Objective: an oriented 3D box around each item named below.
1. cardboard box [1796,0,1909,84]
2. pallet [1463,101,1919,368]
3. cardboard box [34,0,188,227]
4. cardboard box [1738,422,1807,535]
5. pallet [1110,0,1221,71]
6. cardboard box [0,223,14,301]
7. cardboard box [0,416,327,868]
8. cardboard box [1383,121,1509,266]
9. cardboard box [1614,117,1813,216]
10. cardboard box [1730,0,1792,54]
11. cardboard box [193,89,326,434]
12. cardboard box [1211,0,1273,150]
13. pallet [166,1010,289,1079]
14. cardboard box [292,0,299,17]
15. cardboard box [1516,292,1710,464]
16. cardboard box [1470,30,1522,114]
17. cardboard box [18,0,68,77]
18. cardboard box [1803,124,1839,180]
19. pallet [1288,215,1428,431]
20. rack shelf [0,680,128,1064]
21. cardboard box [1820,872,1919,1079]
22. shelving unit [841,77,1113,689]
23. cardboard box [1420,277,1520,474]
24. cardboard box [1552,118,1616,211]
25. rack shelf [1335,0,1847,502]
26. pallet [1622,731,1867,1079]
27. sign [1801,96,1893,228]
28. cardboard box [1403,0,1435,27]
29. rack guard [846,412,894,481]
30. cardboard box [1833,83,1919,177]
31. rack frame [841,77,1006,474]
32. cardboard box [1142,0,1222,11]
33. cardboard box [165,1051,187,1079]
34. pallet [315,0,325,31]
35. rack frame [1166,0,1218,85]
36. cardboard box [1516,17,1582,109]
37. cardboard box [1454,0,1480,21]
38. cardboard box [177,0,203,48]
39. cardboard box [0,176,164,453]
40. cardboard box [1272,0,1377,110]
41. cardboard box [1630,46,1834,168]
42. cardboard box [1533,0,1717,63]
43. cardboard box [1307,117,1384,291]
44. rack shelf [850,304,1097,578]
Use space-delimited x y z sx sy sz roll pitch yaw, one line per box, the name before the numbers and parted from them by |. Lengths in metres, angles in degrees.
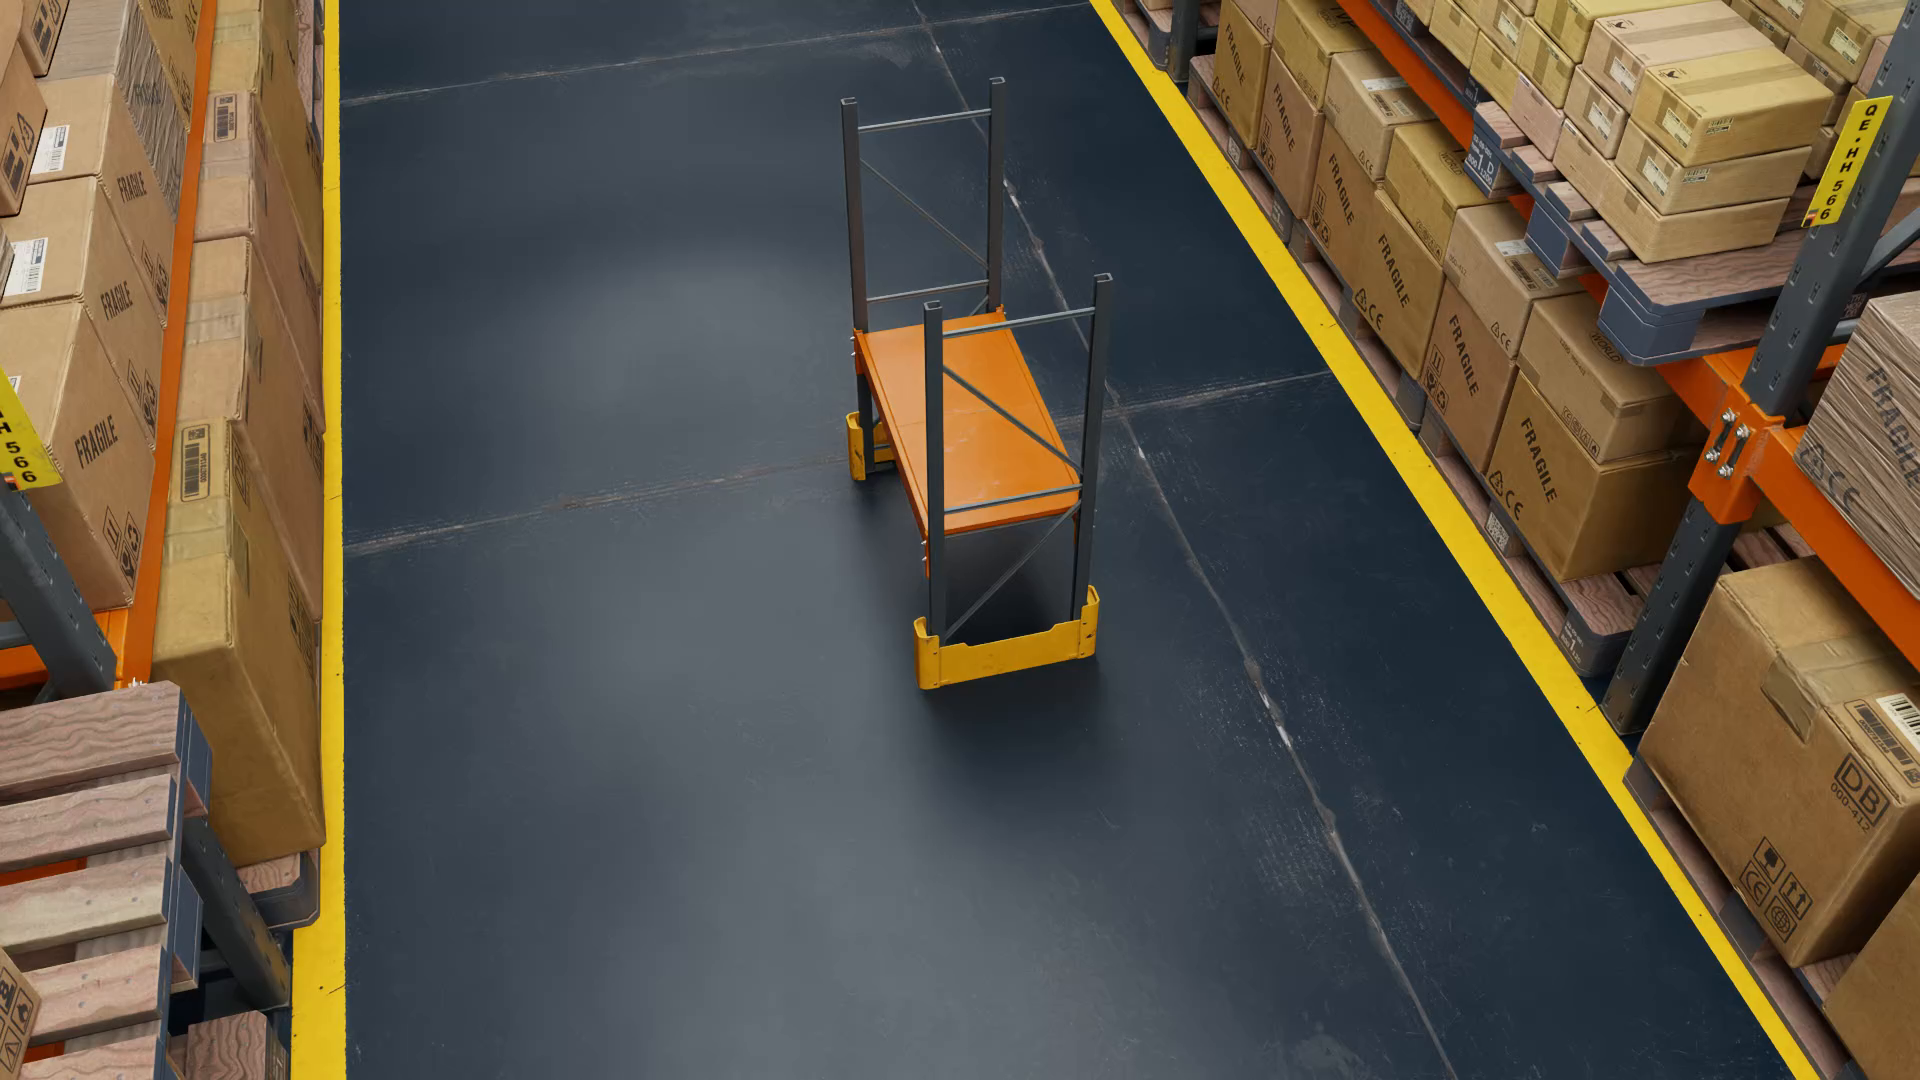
cardboard box | 2.504 -1.377 4.465 0.380 0.149 0.250 -12 47 -11
pallet | 2.221 -0.976 4.740 1.213 0.211 1.003 -11 47 -10
cardboard box | -2.570 -1.208 4.763 0.500 0.500 0.500 -11 47 -10
cardboard box | 2.572 -0.377 5.476 0.500 0.500 0.500 -13 47 -12
pallet | 1.276 -2.813 8.359 1.003 0.211 1.213 -11 47 -10
cardboard box | -2.485 -0.627 3.492 0.797 0.503 0.637 -9 46 -9
cardboard box | -2.470 0.383 4.468 1.225 0.875 0.875 -13 47 -12
cardboard box | 1.823 -1.230 5.786 0.500 0.250 0.500 -10 46 -9
cardboard box | 1.940 -0.991 4.295 0.380 0.149 0.250 -10 46 -9
cardboard box | 2.434 -1.474 4.768 0.380 0.149 0.250 -12 47 -12
cardboard box | -2.925 -0.843 5.670 1.225 0.875 0.875 -12 47 -12
cardboard box | 1.415 -2.045 7.110 0.500 0.500 0.500 -9 46 -9
pallet | -2.115 1.783 3.855 1.003 0.211 1.213 -11 47 -10
cardboard box | -3.660 -2.990 7.773 0.875 0.875 0.875 -11 47 -10
cardboard box | 2.078 -0.529 5.099 0.500 0.250 0.500 -12 47 -11
cardboard box | 1.748 -1.408 4.911 0.380 0.149 0.250 -11 47 -11
cardboard box | -2.828 -1.539 4.386 0.797 0.503 0.637 -9 46 -9
cardboard box | 2.519 -1.160 4.669 0.380 0.149 0.250 -9 46 -8
pallet | 1.999 -0.975 6.558 1.003 0.211 1.213 -11 47 -10
rack shelf | -1.802 1.899 2.292 1.077 0.370 4.000 -11 47 -10
cardboard box | 2.803 1.110 3.843 1.050 0.750 0.750 -10 46 -10
shelving unit | 0.020 -0.472 5.163 0.587 1.500 1.083 -11 47 -10
cardboard box | 1.956 -0.608 5.702 0.500 0.500 0.500 -9 46 -9
cardboard box | 1.874 -1.058 4.568 0.380 0.149 0.250 -11 47 -10
rack shelf | 1.995 -1.699 5.819 1.077 0.370 4.000 -11 47 -10
pallet | 2.636 0.964 4.658 1.003 0.211 1.213 -11 47 -10
sign | 1.984 -0.842 3.720 0.100 0.325 0.005 -11 47 -10
cardboard box | 1.613 -1.772 5.269 0.380 0.149 0.250 -9 46 -9
rack guard | -0.108 -0.379 5.946 0.587 0.250 0.087 -11 47 -10
cardboard box | 2.577 -1.104 4.405 0.380 0.149 0.250 -9 46 -9
rack frame | -0.108 -0.817 5.501 0.500 1.500 0.032 -11 47 -10
cardboard box | 1.053 -2.690 7.988 0.380 0.149 0.250 -10 46 -10
cardboard box | -2.123 1.447 3.674 0.700 0.500 0.500 -13 47 -12
pallet | -3.773 -2.902 8.446 1.003 0.211 1.213 -11 47 -10
rack frame | 1.483 -3.332 6.915 1.000 3.000 0.127 -11 47 -10
cardboard box | 1.800 -1.356 4.653 0.380 0.149 0.250 -10 46 -9
cardboard box | 1.675 -1.702 4.991 0.380 0.149 0.250 -11 47 -11
cardboard box | -2.834 -1.914 5.456 0.500 0.500 0.500 -9 46 -9
cardboard box | -2.310 -0.509 4.079 0.500 0.500 0.500 -12 47 -11
cardboard box | 1.555 -1.941 6.483 0.500 0.250 0.500 -10 46 -9
cardboard box | 1.938 -1.092 4.185 0.380 0.149 0.250 -12 47 -12
cardboard box | 1.809 -1.447 4.533 0.380 0.149 0.250 -9 46 -9
cardboard box | 1.700 -1.321 6.401 0.500 0.500 0.500 -10 46 -10
rack shelf | 0.022 -0.340 5.285 0.538 0.185 1.000 -11 47 -10
